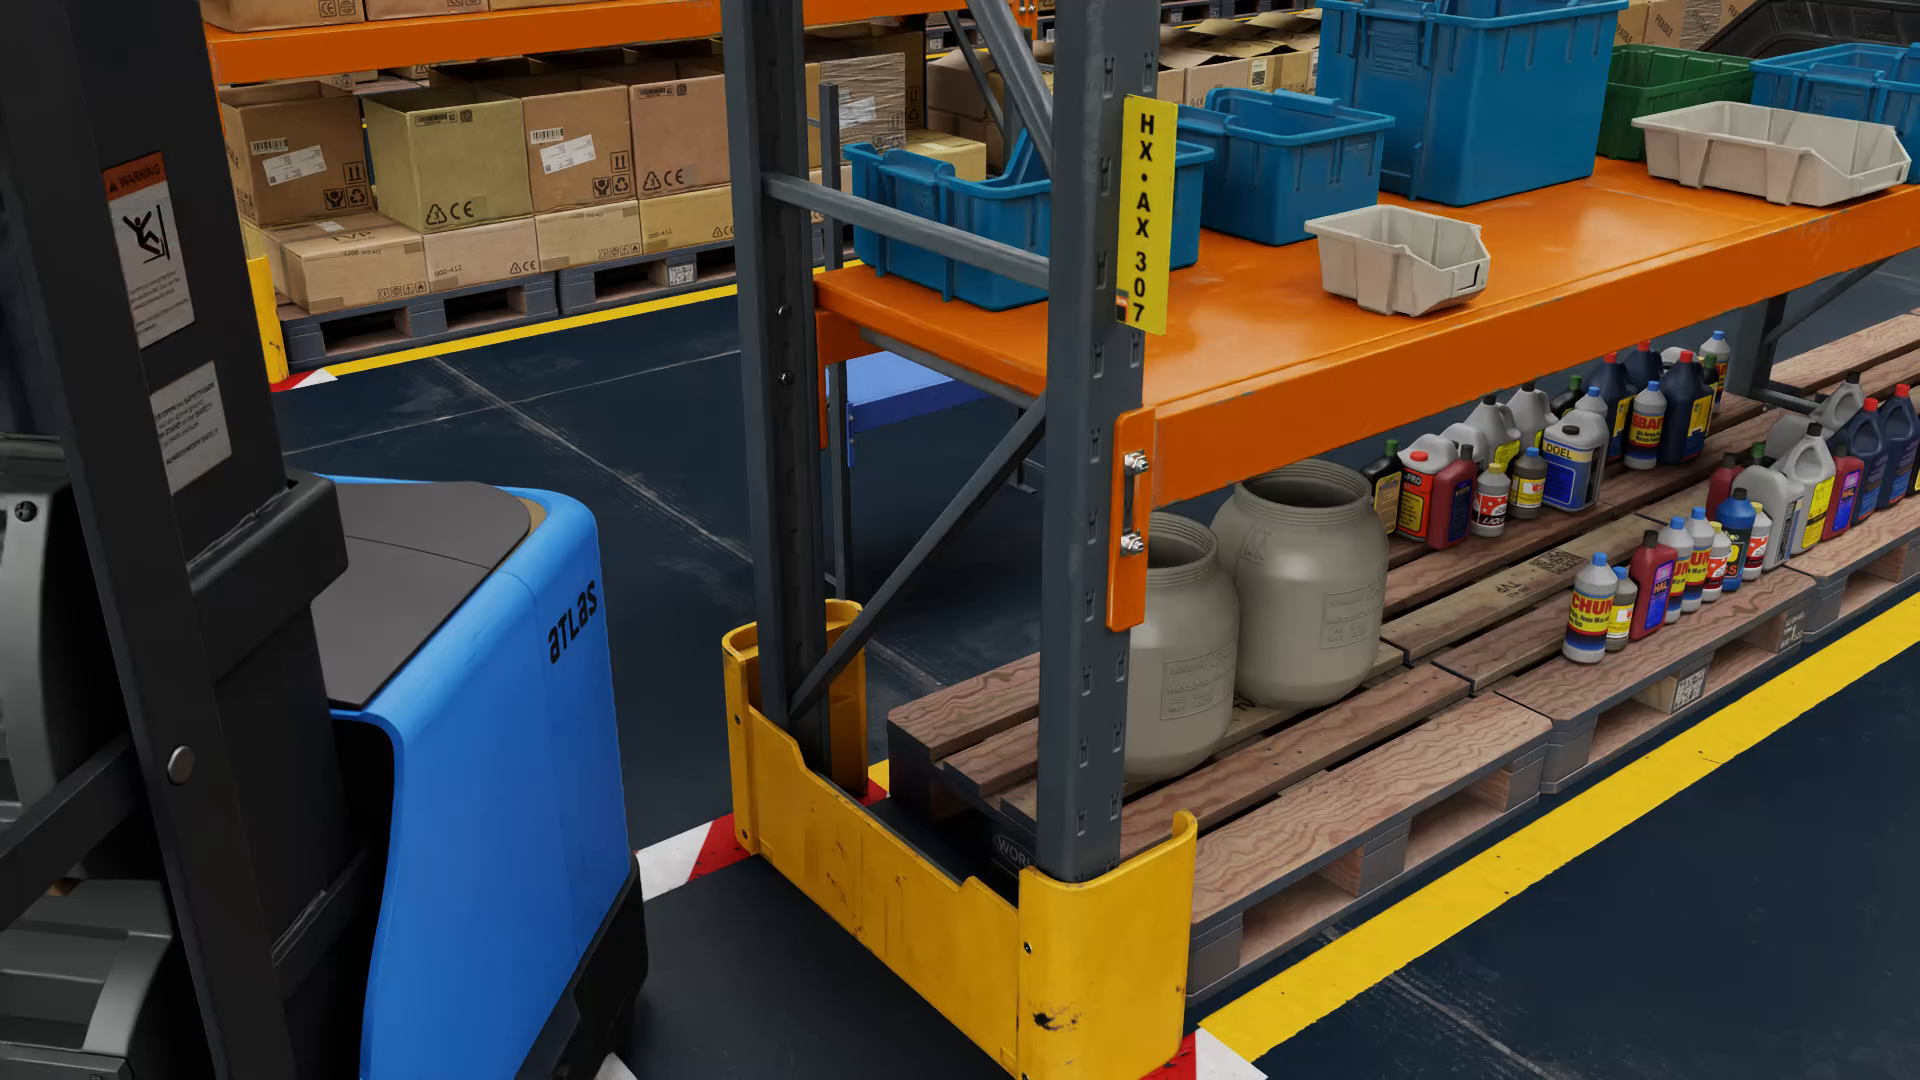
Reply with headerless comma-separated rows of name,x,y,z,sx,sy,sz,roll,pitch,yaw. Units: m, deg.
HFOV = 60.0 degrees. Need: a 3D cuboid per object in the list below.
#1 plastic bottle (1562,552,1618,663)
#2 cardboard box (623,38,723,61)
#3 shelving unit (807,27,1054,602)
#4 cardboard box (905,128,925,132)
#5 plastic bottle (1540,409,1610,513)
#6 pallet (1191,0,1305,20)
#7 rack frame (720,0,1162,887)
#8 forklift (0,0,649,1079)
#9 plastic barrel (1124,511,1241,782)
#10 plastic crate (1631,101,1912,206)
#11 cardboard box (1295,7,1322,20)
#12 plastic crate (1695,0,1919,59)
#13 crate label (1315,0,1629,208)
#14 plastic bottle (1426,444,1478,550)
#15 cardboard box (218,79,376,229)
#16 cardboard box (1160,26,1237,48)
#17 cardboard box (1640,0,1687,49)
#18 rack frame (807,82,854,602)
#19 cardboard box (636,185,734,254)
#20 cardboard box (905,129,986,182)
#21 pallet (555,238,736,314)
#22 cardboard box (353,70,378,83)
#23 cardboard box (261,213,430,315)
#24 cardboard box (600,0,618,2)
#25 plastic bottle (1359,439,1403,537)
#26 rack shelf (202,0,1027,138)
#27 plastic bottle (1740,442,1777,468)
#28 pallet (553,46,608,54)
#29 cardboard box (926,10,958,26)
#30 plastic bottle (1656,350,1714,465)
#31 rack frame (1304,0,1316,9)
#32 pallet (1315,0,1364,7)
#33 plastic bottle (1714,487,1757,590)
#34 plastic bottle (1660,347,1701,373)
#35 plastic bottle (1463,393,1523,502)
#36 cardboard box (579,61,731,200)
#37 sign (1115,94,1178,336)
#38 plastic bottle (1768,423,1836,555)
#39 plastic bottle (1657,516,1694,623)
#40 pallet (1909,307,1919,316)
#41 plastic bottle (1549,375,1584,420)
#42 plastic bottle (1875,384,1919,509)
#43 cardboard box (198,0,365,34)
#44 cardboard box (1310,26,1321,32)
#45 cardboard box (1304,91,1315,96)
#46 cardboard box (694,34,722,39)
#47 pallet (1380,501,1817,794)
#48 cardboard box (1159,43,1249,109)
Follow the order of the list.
plastic bottle,1.543,0.159,4.063,0.097,0.271,0.097,0,25,0
cardboard box,-1.327,-2.199,8.302,0.500,0.500,0.500,-18,31,-34
shelving unit,-0.067,-0.658,4.887,1.048,1.500,0.538,-18,31,-34
cardboard box,-0.534,-2.116,9.013,0.500,0.250,0.500,-18,31,-34
plastic bottle,1.809,-0.241,4.918,0.135,0.276,0.152,-18,31,-34
pallet,2.693,-5.420,16.679,1.213,0.211,1.003,-18,31,-34
rack frame,-0.076,-0.512,2.789,0.127,3.000,1.000,-18,31,-34
forklift,-1.355,0.138,1.471,1.130,2.935,3.031,4,25,8
plastic barrel,0.395,0.230,3.647,0.421,0.512,0.421,0,25,0
plastic crate,1.950,-0.925,3.994,0.437,0.136,0.530,-18,31,-34
cardboard box,2.573,-3.390,11.094,0.500,0.311,0.500,-17,30,-32
plastic crate,2.581,-1.429,4.839,0.504,0.338,0.767,-18,31,-34
crate label,1.206,-1.095,4.005,0.616,0.435,0.502,-18,31,-34
plastic bottle,1.380,-0.123,4.655,0.133,0.283,0.061,-18,31,-34
cardboard box,-2.891,-1.675,7.172,0.500,0.500,0.500,-18,31,-34
cardboard box,1.358,-2.986,10.222,0.500,0.311,0.500,-19,31,-35
cardboard box,4.914,-3.725,12.159,0.500,0.500,0.500,-19,31,-36
rack frame,-0.467,-0.526,4.602,0.032,1.500,0.500,-18,31,-34
cardboard box,-1.389,-1.551,7.797,0.500,0.250,0.500,-18,31,-34
cardboard box,-0.212,-1.943,8.641,0.500,0.250,0.500,-18,31,-34
pallet,-1.594,-1.416,8.051,1.213,0.211,1.003,-18,31,-34
cardboard box,-4.312,-3.330,11.726,0.250,0.149,0.380,-21,32,-38
cardboard box,-2.570,-1.162,6.959,0.500,0.250,0.500,-18,31,-34
cardboard box,-1.538,-2.719,7.427,0.500,0.500,0.700,-17,30,-33
plastic bottle,1.180,-0.138,4.688,0.133,0.283,0.061,-17,30,-33
rack shelf,-1.556,-2.347,7.598,4.000,0.370,1.077,-18,31,-34
plastic bottle,2.254,-0.149,4.712,0.133,0.283,0.061,-18,31,-34
pallet,-2.430,-3.770,13.123,1.213,0.211,1.003,-18,31,-34
cardboard box,-0.428,-4.733,14.332,0.500,0.500,0.700,-18,30,-33
plastic bottle,2.270,-0.429,5.235,0.185,0.351,0.144,-18,31,-34
rack frame,3.254,-6.911,16.577,0.127,3.000,1.000,-18,31,-34
pallet,3.901,-5.817,17.534,1.213,0.211,1.003,-18,31,-34
plastic bottle,2.051,-0.009,4.425,0.097,0.271,0.097,0,25,0
plastic bottle,2.313,-0.484,5.443,0.135,0.276,0.152,-17,30,-32
plastic bottle,1.551,-0.269,4.890,0.185,0.351,0.144,-17,30,-32
cardboard box,-1.388,-1.891,7.639,0.500,0.500,0.500,-18,31,-34
sign,0.260,-0.454,2.336,0.005,0.325,0.100,-18,31,-34
plastic bottle,2.338,-0.152,4.639,0.185,0.351,0.144,-18,31,-34
plastic bottle,1.813,0.070,4.255,0.097,0.271,0.097,0,25,0
pallet,4.627,-0.821,6.769,1.213,0.211,1.003,-18,31,-34
plastic bottle,1.876,-0.368,5.183,0.133,0.283,0.061,-17,30,-32
plastic bottle,2.743,-0.286,4.927,0.185,0.351,0.144,-19,31,-35
cardboard box,-2.754,-2.316,6.558,0.500,0.500,0.700,-18,31,-34
cardboard box,2.501,-3.074,10.413,0.500,0.311,0.500,-19,31,-35
cardboard box,2.101,-2.693,10.256,0.500,0.250,0.500,-17,30,-33
cardboard box,-2.097,-4.246,13.282,0.500,0.500,0.700,-19,31,-35
pallet,1.557,0.194,4.582,1.213,0.211,1.003,-18,31,-34
cardboard box,1.301,-2.678,9.559,0.500,0.311,0.500,-19,31,-36
